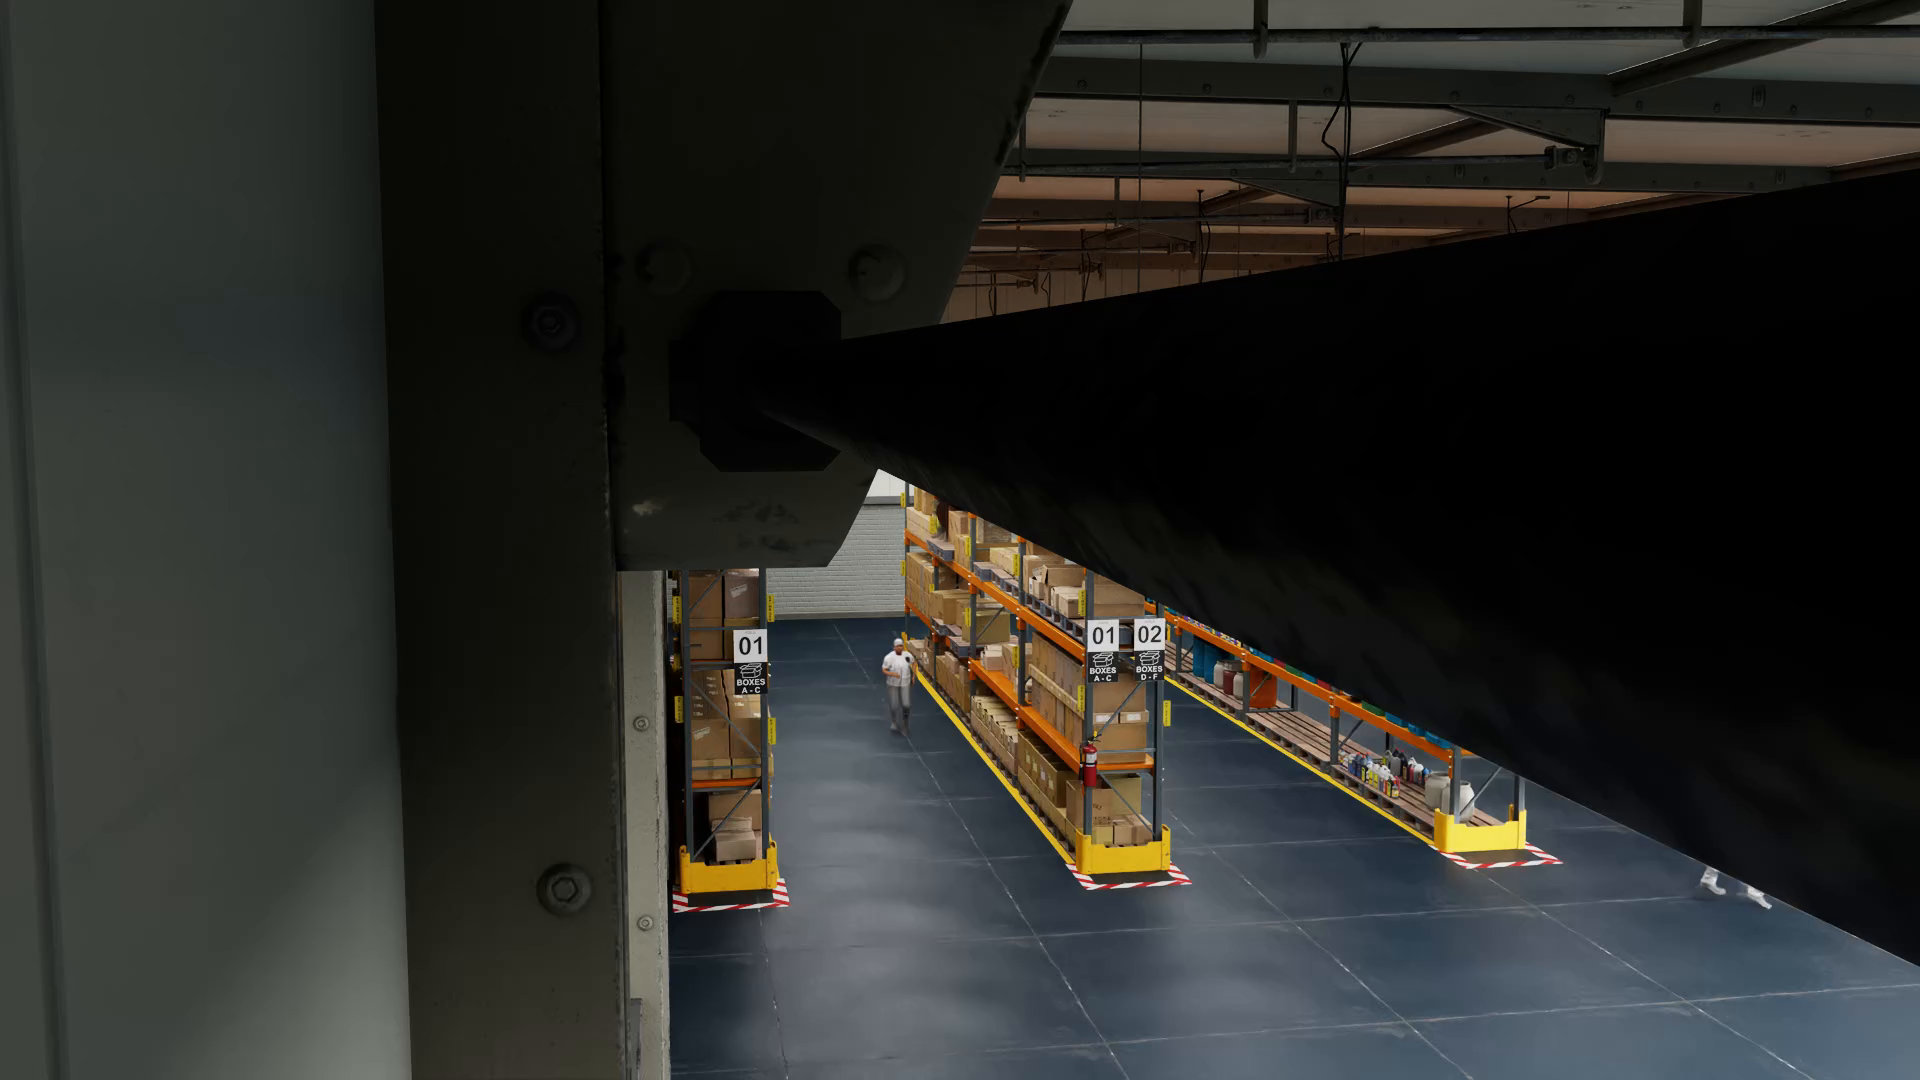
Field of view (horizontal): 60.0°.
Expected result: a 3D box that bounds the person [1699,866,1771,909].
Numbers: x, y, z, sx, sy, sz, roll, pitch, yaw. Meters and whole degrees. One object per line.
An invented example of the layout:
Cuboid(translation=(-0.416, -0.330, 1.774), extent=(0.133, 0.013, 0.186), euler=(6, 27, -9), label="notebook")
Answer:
Cuboid(translation=(9.207, 3.402, 19.637), extent=(0.801, 1.846, 0.649), euler=(2, 6, 15), label="person")

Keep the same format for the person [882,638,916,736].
Cuboid(translation=(-1.042, 2.548, 28.724), extent=(0.613, 1.723, 0.711), euler=(-1, 6, -8), label="person")
